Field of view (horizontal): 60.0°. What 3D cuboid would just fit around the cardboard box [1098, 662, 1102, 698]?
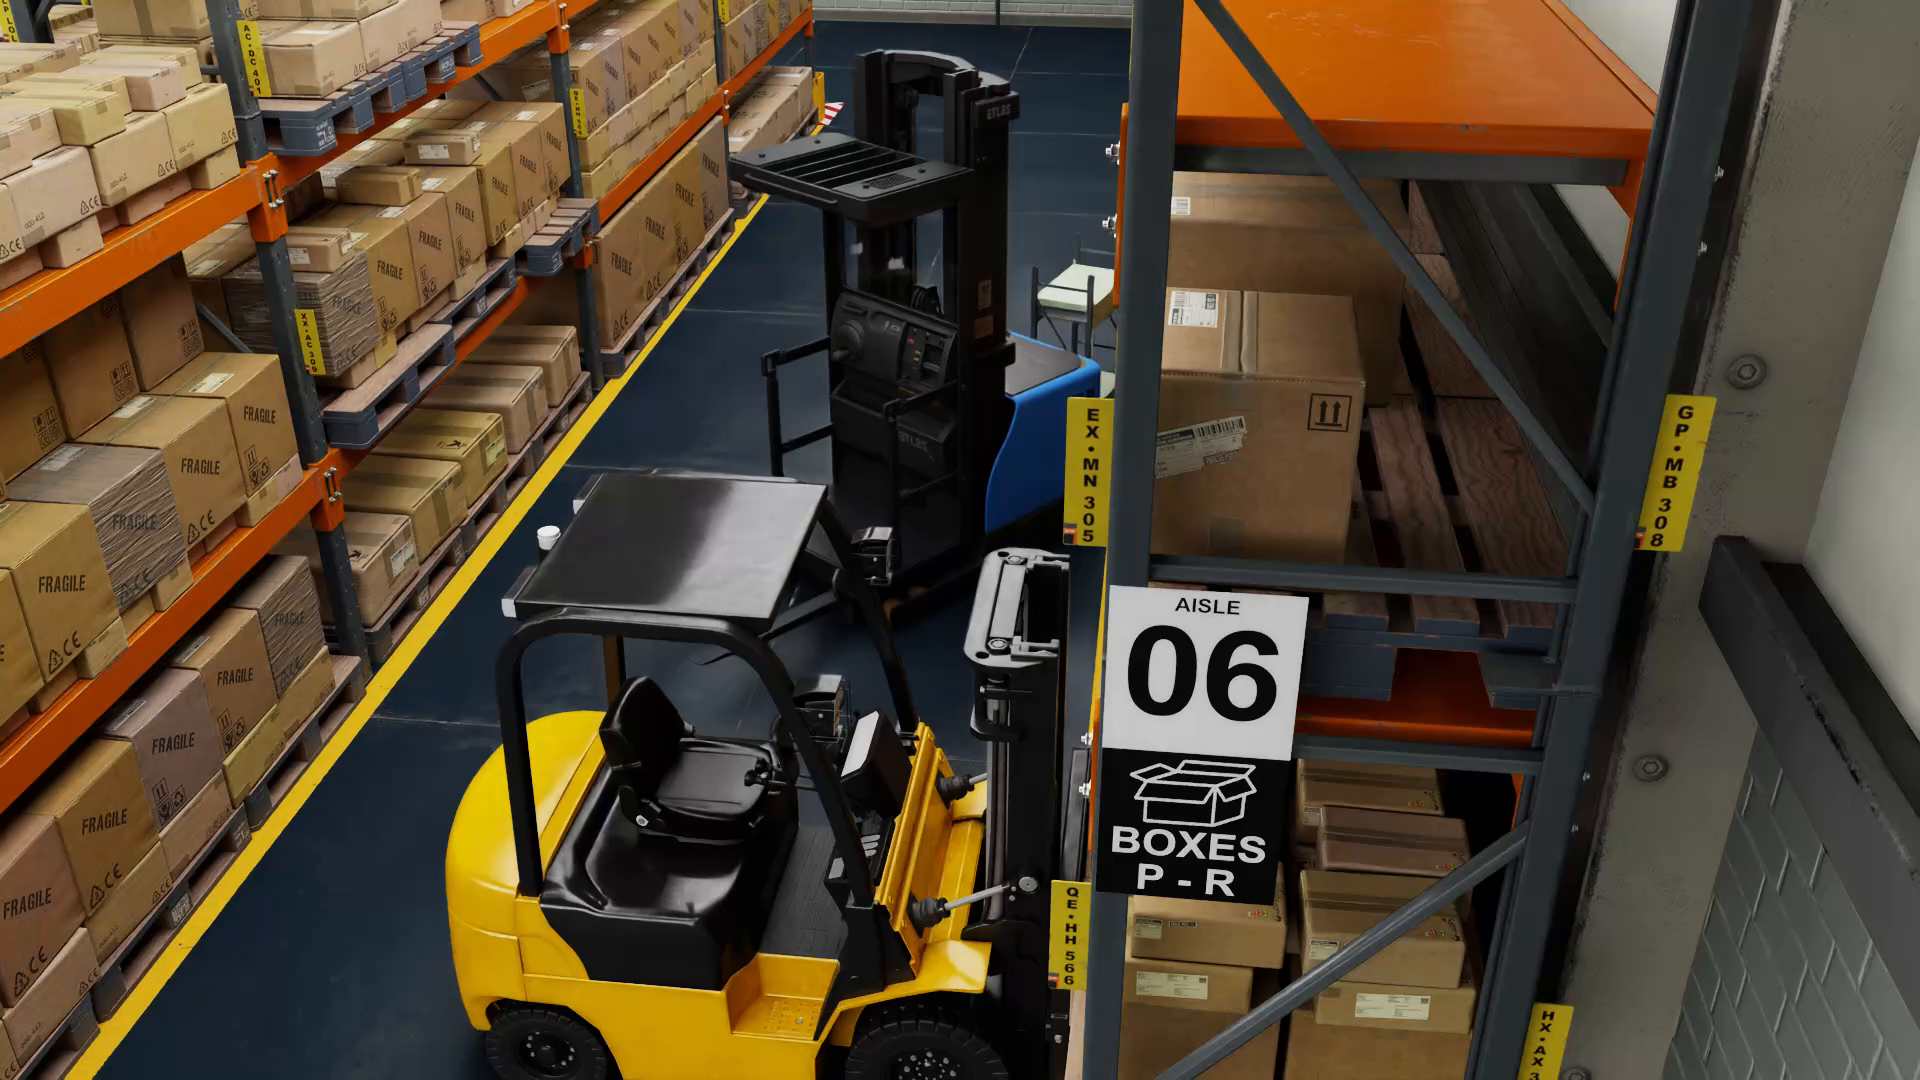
[{"bbox_3d":[0.844,0.733,7.129,0.500,0.250,0.500,3,28,6],"label":"cardboard box"}]

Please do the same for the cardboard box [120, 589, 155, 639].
[{"bbox_3d":[-3.559,0.288,6.818,0.380,0.149,0.250,3,28,5],"label":"cardboard box"}]

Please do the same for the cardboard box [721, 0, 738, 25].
[{"bbox_3d":[-2.361,-5.049,15.299,0.500,0.500,0.500,4,29,7],"label":"cardboard box"}]

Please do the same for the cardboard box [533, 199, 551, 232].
[{"bbox_3d":[-2.904,-2.126,10.856,0.380,0.149,0.250,3,28,6],"label":"cardboard box"}]

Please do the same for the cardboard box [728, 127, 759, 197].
[{"bbox_3d":[-2.476,-3.701,16.215,0.875,0.438,0.875,3,28,5],"label":"cardboard box"}]

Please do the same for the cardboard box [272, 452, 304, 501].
[{"bbox_3d":[-3.377,-0.309,7.926,0.380,0.149,0.250,3,28,6],"label":"cardboard box"}]

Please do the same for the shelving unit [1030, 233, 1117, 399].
[{"bbox_3d":[0.779,-1.132,10.769,0.431,1.500,0.755,12,31,21],"label":"shelving unit"}]

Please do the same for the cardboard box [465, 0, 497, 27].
[{"bbox_3d":[-3.276,-3.391,10.113,0.700,0.500,0.500,3,28,6],"label":"cardboard box"}]

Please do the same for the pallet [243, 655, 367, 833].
[{"bbox_3d":[-3.687,0.957,8.251,1.003,0.211,1.213,3,28,6],"label":"pallet"}]

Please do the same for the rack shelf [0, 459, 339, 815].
[{"bbox_3d":[-3.885,0.669,6.603,1.077,0.370,4.000,3,28,6],"label":"rack shelf"}]

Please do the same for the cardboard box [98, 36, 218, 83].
[{"bbox_3d":[-3.712,-2.311,7.931,0.500,0.250,0.500,3,28,5],"label":"cardboard box"}]

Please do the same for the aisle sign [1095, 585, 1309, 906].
[{"bbox_3d":[0.497,0.450,3.511,0.394,0.787,0.004,3,28,6],"label":"aisle sign"}]

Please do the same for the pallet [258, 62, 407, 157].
[{"bbox_3d":[-3.458,-2.111,8.041,1.213,0.211,1.003,3,28,6],"label":"pallet"}]

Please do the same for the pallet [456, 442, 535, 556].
[{"bbox_3d":[-3.399,-0.304,10.591,1.003,0.211,1.213,3,28,6],"label":"pallet"}]

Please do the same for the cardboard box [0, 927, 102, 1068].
[{"bbox_3d":[-3.686,1.716,6.358,0.500,0.250,0.500,4,29,8],"label":"cardboard box"}]

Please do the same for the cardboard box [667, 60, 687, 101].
[{"bbox_3d":[-2.584,-3.807,13.785,0.500,0.250,0.500,4,29,7],"label":"cardboard box"}]

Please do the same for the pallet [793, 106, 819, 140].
[{"bbox_3d":[-2.190,-4.629,18.619,1.003,0.211,1.213,3,28,6],"label":"pallet"}]

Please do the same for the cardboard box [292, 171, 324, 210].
[{"bbox_3d":[-3.725,-1.920,9.106,0.380,0.149,0.250,2,28,4],"label":"cardboard box"}]

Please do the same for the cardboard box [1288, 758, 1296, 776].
[{"bbox_3d":[1.232,0.836,5.430,0.500,0.500,0.500,3,28,6],"label":"cardboard box"}]

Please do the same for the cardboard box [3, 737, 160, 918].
[{"bbox_3d":[-3.625,1.133,6.650,0.500,0.500,0.500,4,29,7],"label":"cardboard box"}]

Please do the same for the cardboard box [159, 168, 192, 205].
[{"bbox_3d":[-3.494,-1.519,7.009,0.380,0.149,0.250,4,29,7],"label":"cardboard box"}]

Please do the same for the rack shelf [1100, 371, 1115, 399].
[{"bbox_3d":[0.779,-0.845,10.924,0.431,0.370,0.720,12,31,21],"label":"rack shelf"}]

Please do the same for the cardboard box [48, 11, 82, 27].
[{"bbox_3d":[-8.117,-4.640,14.896,0.380,0.149,0.250,4,29,8],"label":"cardboard box"}]

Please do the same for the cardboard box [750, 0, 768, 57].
[{"bbox_3d":[-2.209,-5.074,16.401,0.500,0.500,0.500,4,29,7],"label":"cardboard box"}]

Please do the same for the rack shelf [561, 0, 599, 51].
[{"bbox_3d":[-2.905,-4.417,12.882,1.077,0.370,4.000,3,28,6],"label":"rack shelf"}]

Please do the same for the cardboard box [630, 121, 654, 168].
[{"bbox_3d":[-2.725,-3.111,13.019,0.500,0.250,0.500,4,29,8],"label":"cardboard box"}]

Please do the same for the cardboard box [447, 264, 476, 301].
[{"bbox_3d":[-3.071,-1.517,9.725,0.380,0.149,0.250,4,29,8],"label":"cardboard box"}]

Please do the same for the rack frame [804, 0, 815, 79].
[{"bbox_3d":[-2.169,-6.237,18.665,1.000,3.000,0.127,3,28,6],"label":"rack frame"}]

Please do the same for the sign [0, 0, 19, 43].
[{"bbox_3d":[-4.191,-2.341,7.309,0.100,0.325,0.005,3,28,6],"label":"sign"}]

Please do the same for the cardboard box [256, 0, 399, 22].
[{"bbox_3d":[-3.119,-2.735,8.190,0.500,0.250,0.500,3,28,5],"label":"cardboard box"}]

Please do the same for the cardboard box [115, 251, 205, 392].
[{"bbox_3d":[-3.909,-1.009,7.488,0.700,0.500,0.500,3,28,6],"label":"cardboard box"}]

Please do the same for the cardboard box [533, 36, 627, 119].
[{"bbox_3d":[-2.795,-3.408,12.253,0.500,0.500,0.500,3,29,6],"label":"cardboard box"}]

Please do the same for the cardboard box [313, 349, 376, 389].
[{"bbox_3d":[-3.258,-0.905,8.589,0.380,0.149,0.250,4,29,7],"label":"cardboard box"}]

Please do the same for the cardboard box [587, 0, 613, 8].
[{"bbox_3d":[-3.098,-4.171,13.670,0.500,0.500,0.500,3,28,5],"label":"cardboard box"}]

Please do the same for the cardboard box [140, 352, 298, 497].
[{"bbox_3d":[-3.447,-0.540,7.671,0.500,0.500,0.500,3,28,5],"label":"cardboard box"}]

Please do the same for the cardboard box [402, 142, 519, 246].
[{"bbox_3d":[-3.043,-2.120,10.160,0.500,0.500,0.500,1,28,3],"label":"cardboard box"}]

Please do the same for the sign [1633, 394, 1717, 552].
[{"bbox_3d":[1.347,-0.124,3.150,0.100,0.325,0.005,3,28,6],"label":"sign"}]

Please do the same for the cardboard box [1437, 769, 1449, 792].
[{"bbox_3d":[1.294,0.632,5.125,0.380,0.149,0.250,4,29,7],"label":"cardboard box"}]

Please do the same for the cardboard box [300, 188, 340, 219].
[{"bbox_3d":[-3.682,-1.655,9.298,0.500,0.500,0.500,4,29,8],"label":"cardboard box"}]

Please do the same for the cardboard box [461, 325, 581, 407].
[{"bbox_3d":[-3.229,-1.234,11.706,0.950,0.372,0.625,1,28,3],"label":"cardboard box"}]

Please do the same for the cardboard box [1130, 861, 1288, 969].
[{"bbox_3d":[0.632,0.939,4.241,0.380,0.149,0.250,3,29,6],"label":"cardboard box"}]

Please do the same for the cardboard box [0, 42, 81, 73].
[{"bbox_3d":[-4.002,-2.020,7.099,0.380,0.149,0.250,3,28,5],"label":"cardboard box"}]

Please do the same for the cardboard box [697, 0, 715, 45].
[{"bbox_3d":[-2.465,-4.614,14.492,0.500,0.500,0.500,4,29,8],"label":"cardboard box"}]

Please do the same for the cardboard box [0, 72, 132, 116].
[{"bbox_3d":[-3.538,-1.744,6.586,0.380,0.149,0.250,4,29,7],"label":"cardboard box"}]

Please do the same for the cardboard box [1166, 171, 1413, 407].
[{"bbox_3d":[0.834,-0.711,4.592,0.700,0.500,0.500,4,29,7],"label":"cardboard box"}]

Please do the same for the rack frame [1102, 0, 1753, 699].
[{"bbox_3d":[0.797,-1.060,2.730,1.000,3.000,0.127,3,28,6],"label":"rack frame"}]

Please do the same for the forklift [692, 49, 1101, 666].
[{"bbox_3d":[-0.527,-1.072,9.149,1.130,2.935,3.031,25,37,38],"label":"forklift"}]
